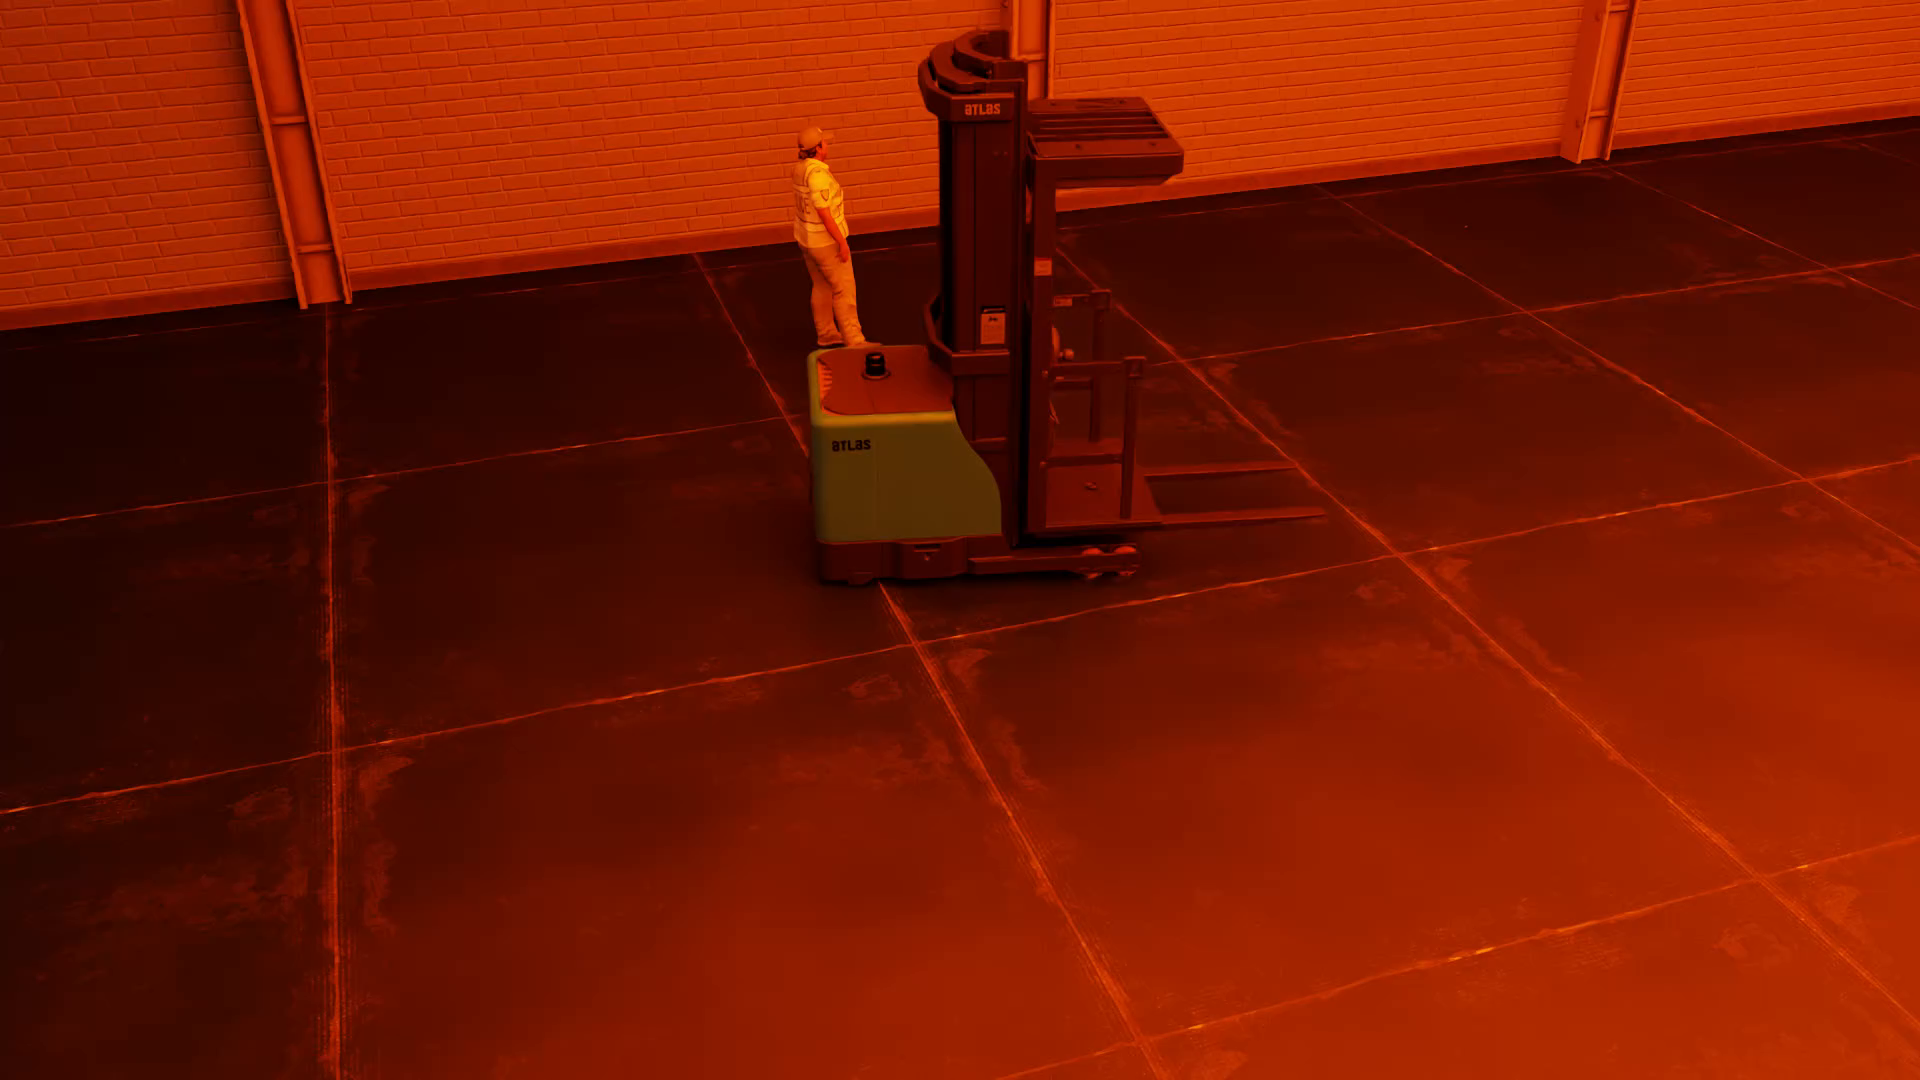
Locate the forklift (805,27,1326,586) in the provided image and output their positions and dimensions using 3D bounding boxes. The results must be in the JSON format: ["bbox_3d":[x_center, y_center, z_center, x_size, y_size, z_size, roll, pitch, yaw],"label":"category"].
[{"bbox_3d":[0.628,-1.315,9.373,3.031,2.935,1.130,-3,30,-5],"label":"forklift"}]

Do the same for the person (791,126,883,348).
[{"bbox_3d":[-0.923,-2.200,12.164,0.531,1.669,0.596,-15,33,-24],"label":"person"}]
